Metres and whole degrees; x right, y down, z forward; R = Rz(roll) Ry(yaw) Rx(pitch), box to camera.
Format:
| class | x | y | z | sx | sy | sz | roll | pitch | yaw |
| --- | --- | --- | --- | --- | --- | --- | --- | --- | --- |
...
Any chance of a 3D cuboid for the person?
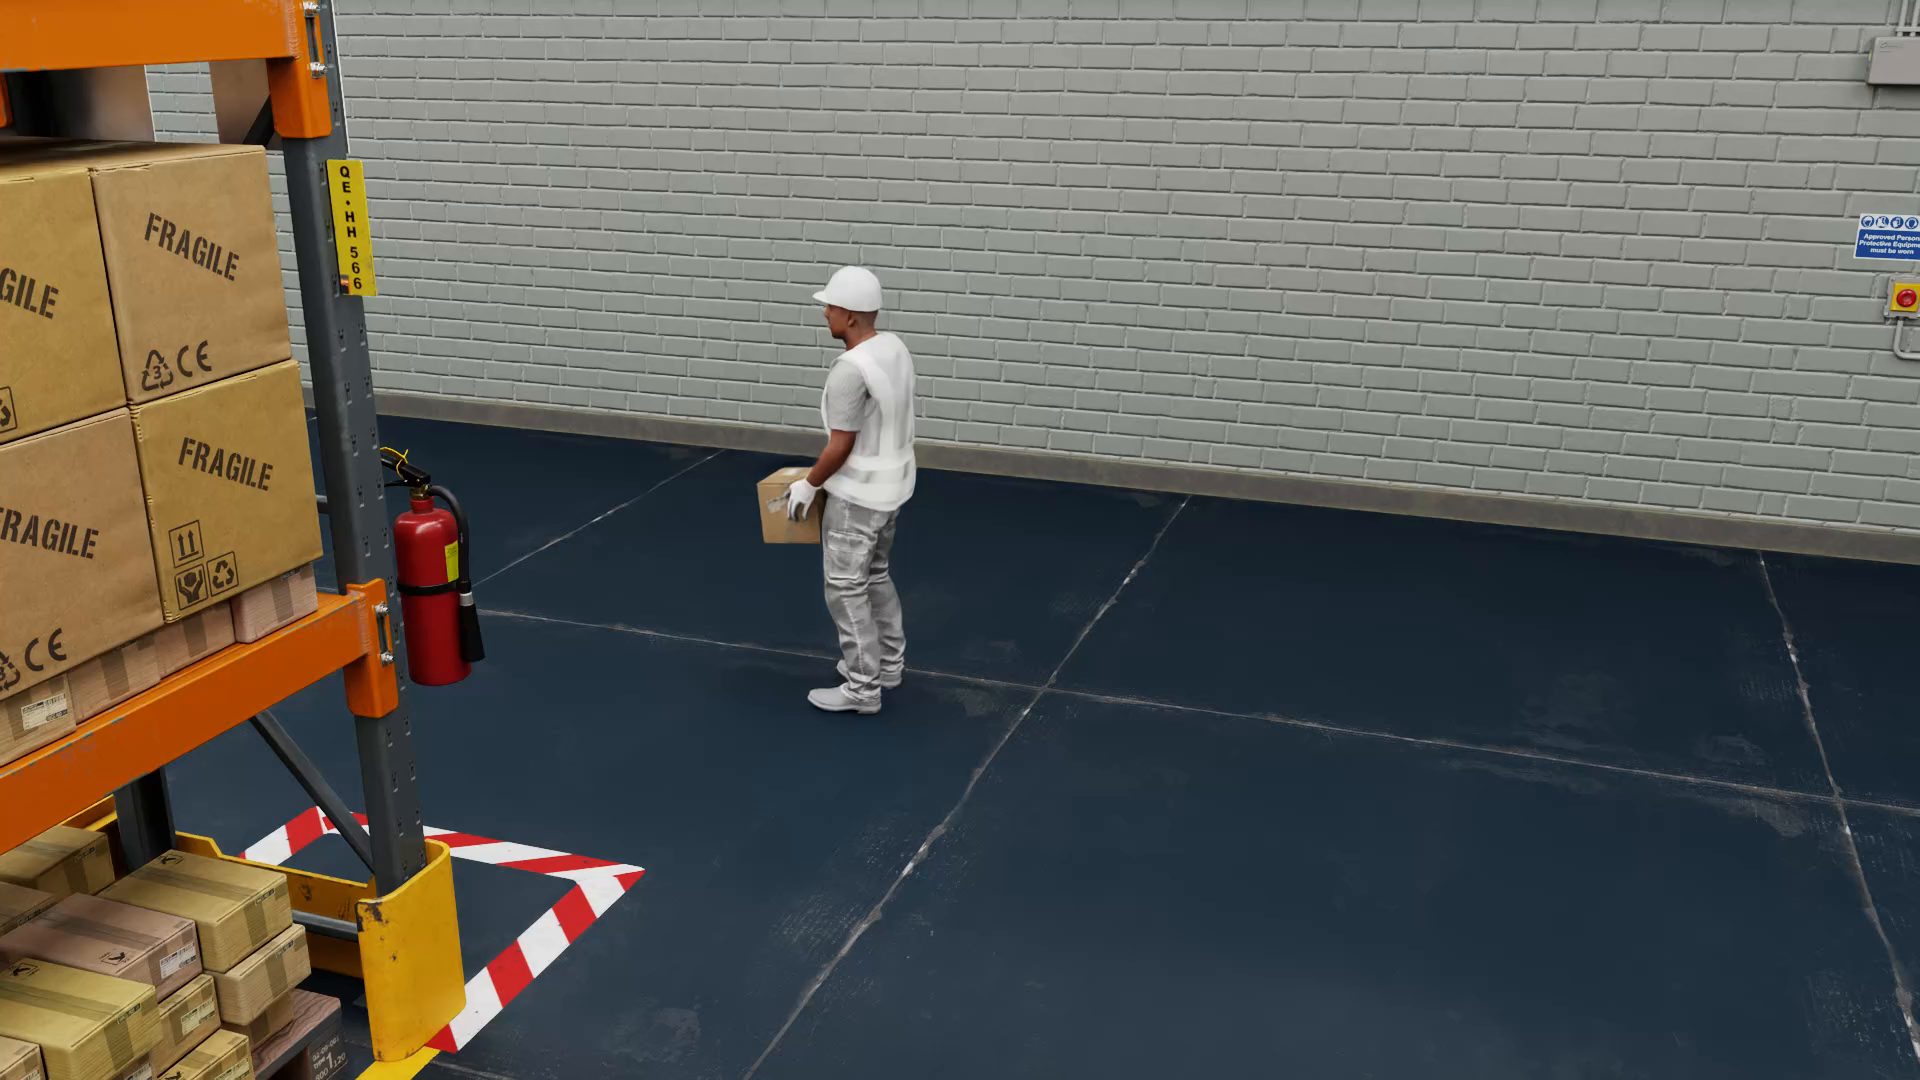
| class | x | y | z | sx | sy | sz | roll | pitch | yaw |
| --- | --- | --- | --- | --- | --- | --- | --- | --- | --- |
| person | -0.422 | -0.196 | 6.609 | 0.469 | 1.787 | 0.555 | 6 | 19 | 17 |
